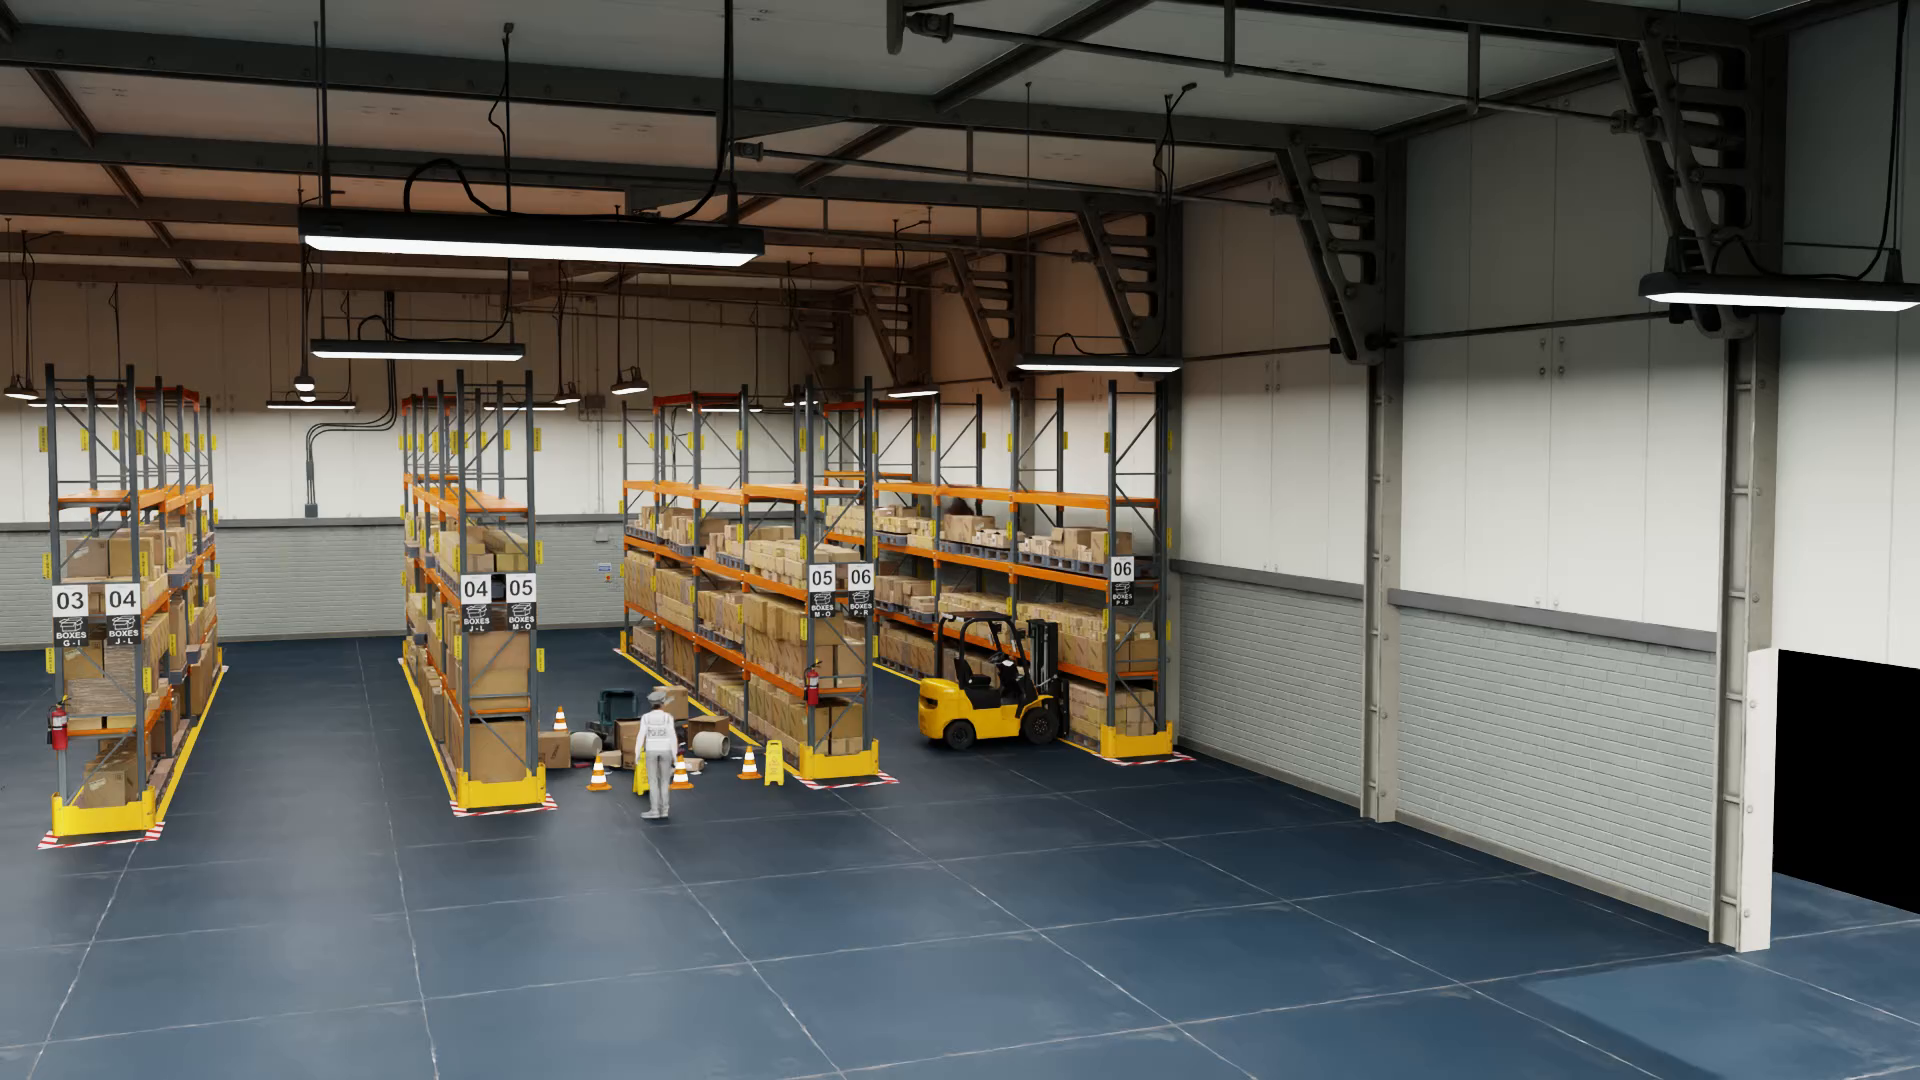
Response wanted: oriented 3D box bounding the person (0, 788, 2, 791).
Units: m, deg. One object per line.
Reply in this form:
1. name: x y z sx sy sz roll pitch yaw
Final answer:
1. person: -14.072 2.842 23.569 0.598 1.588 0.604 0 3 1

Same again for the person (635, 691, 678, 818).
1. person: -4.048 2.873 22.185 0.556 1.720 0.404 -1 3 -9
